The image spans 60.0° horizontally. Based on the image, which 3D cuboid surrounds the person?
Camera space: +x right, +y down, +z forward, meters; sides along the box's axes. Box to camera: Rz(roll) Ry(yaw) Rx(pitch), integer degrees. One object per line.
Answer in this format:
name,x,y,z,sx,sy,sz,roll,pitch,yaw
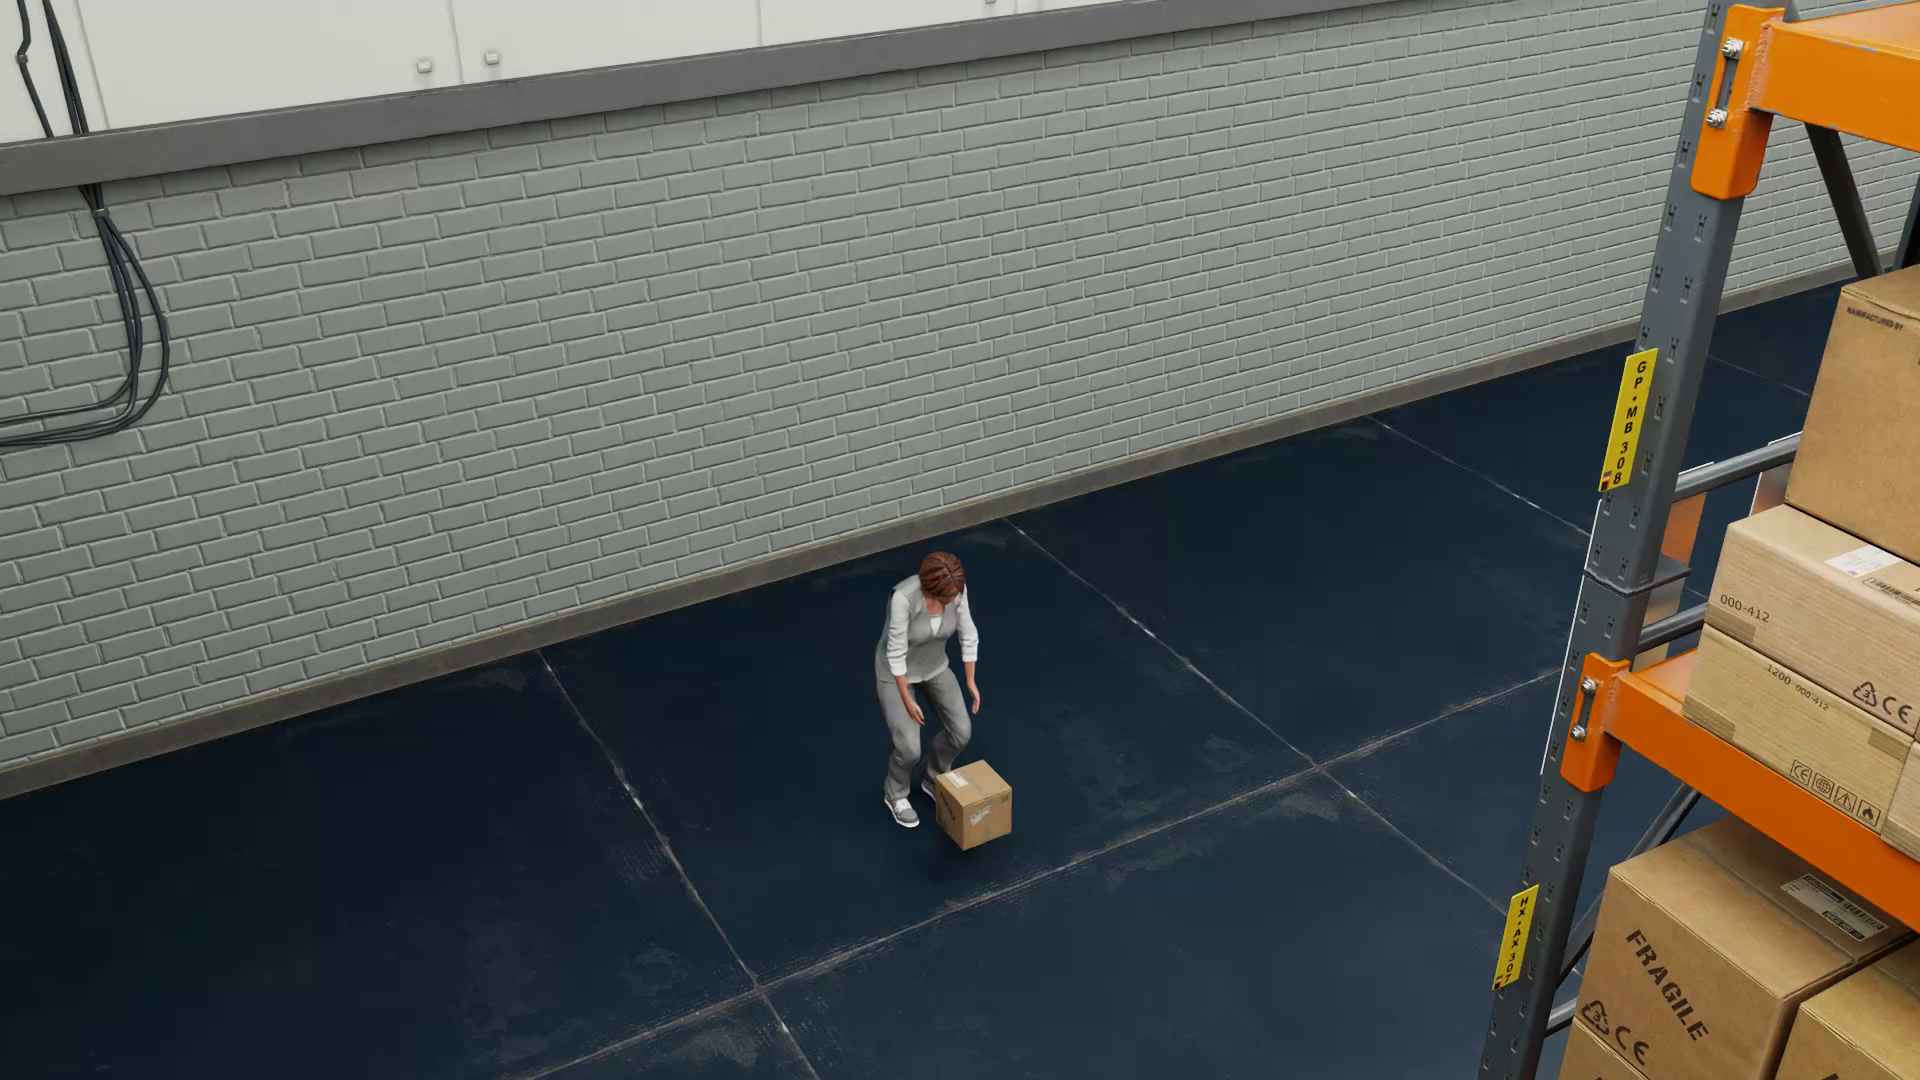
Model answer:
person,-0.145,0.644,7.580,0.451,1.449,0.518,-16,33,-25
